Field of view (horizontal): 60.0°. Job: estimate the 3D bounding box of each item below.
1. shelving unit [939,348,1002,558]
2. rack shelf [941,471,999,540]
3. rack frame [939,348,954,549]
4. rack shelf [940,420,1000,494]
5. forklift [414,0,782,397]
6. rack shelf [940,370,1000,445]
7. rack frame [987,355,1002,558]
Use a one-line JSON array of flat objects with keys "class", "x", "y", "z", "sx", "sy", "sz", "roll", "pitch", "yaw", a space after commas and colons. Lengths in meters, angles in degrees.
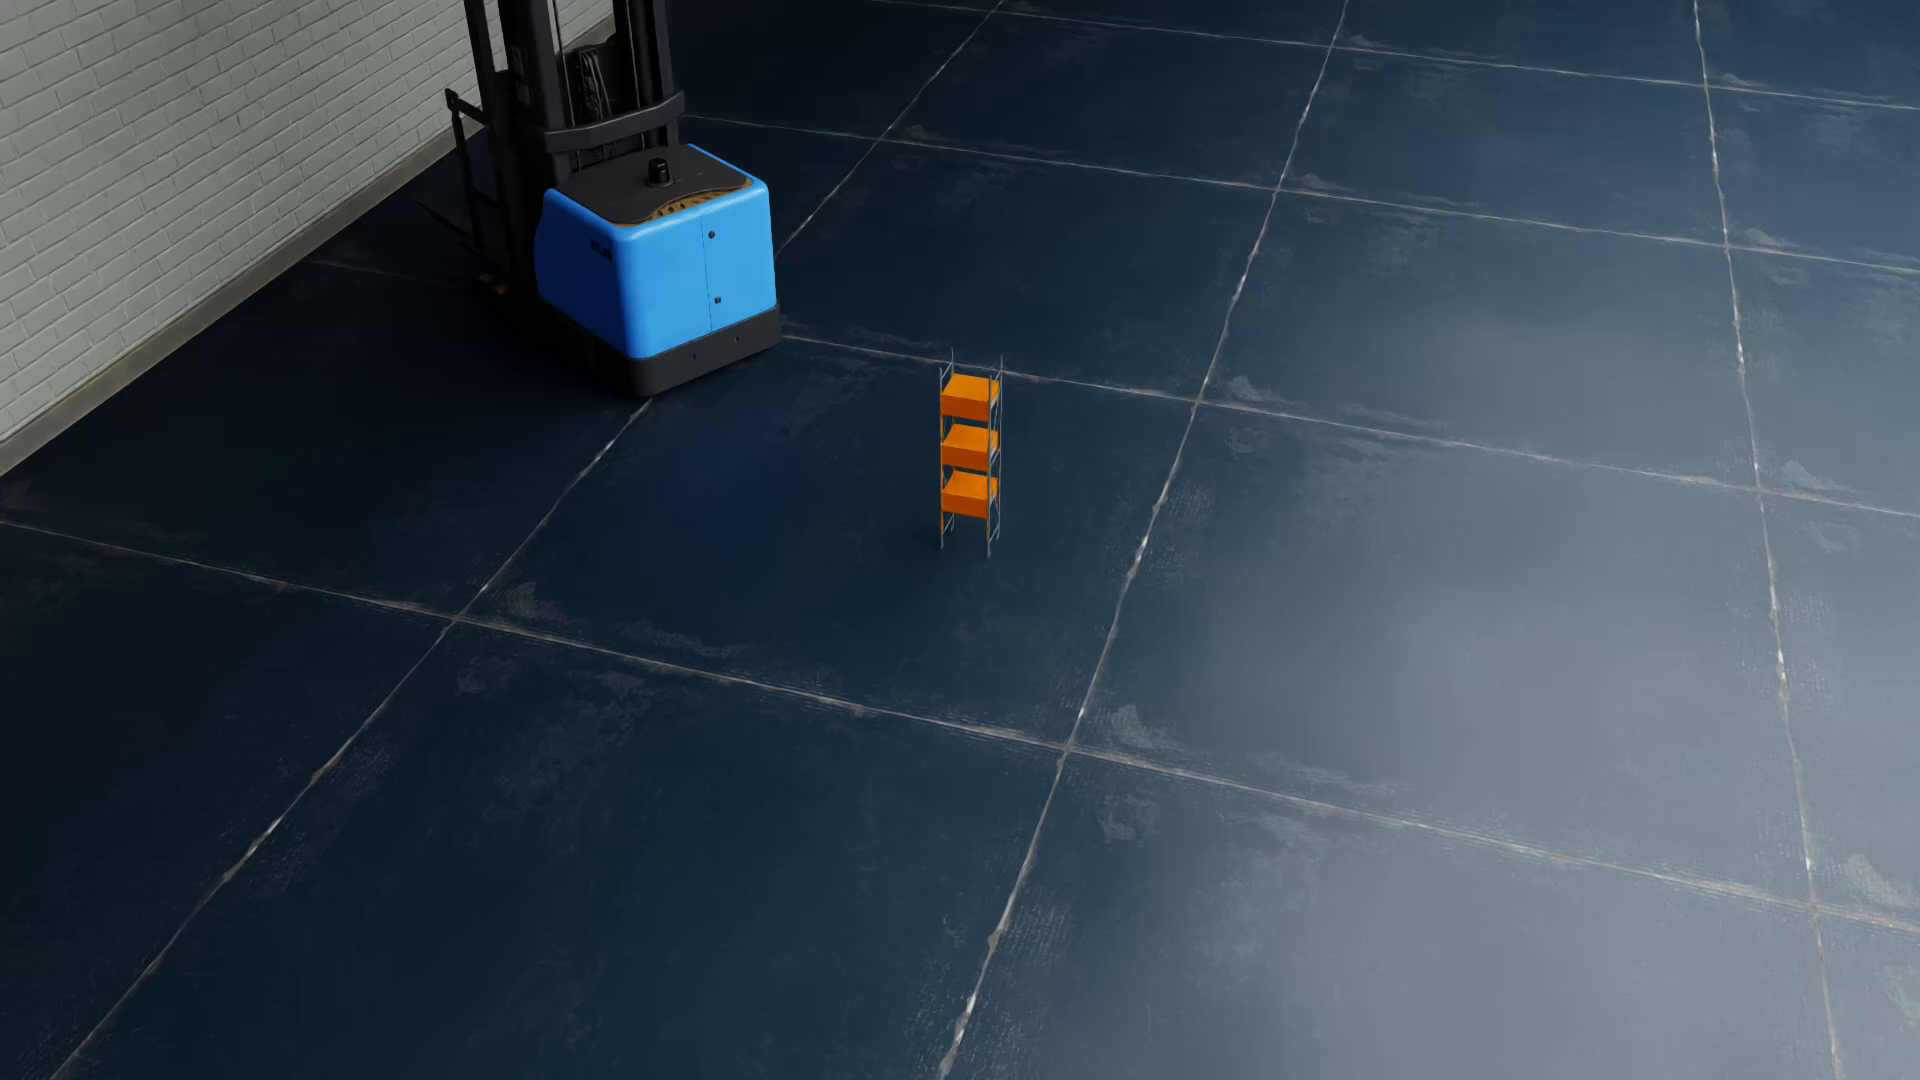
[{"class": "shelving unit", "x": 0.051, "y": -0.413, "z": 8.111, "sx": 0.252, "sy": 1.050, "sz": 0.215, "roll": 10, "pitch": 38, "yaw": 14}, {"class": "rack shelf", "x": 0.051, "y": -0.181, "z": 8.282, "sx": 0.240, "sy": 0.259, "sz": 0.215, "roll": 10, "pitch": 38, "yaw": 14}, {"class": "rack frame", "x": -0.065, "y": -0.435, "z": 8.140, "sx": 0.008, "sy": 1.050, "sz": 0.200, "roll": 10, "pitch": 38, "yaw": 14}, {"class": "rack shelf", "x": 0.051, "y": -0.405, "z": 8.117, "sx": 0.240, "sy": 0.259, "sz": 0.215, "roll": 10, "pitch": 38, "yaw": 14}, {"class": "forklift", "x": -2.423, "y": -2.783, "z": 9.744, "sx": 1.130, "sy": 2.935, "sz": 3.031, "roll": -28, "pitch": 45, "yaw": -33}, {"class": "rack shelf", "x": 0.051, "y": -0.633, "z": 7.949, "sx": 0.240, "sy": 0.259, "sz": 0.215, "roll": 10, "pitch": 38, "yaw": 14}, {"class": "rack frame", "x": 0.168, "y": -0.392, "z": 8.082, "sx": 0.008, "sy": 1.050, "sz": 0.200, "roll": 10, "pitch": 38, "yaw": 14}]
